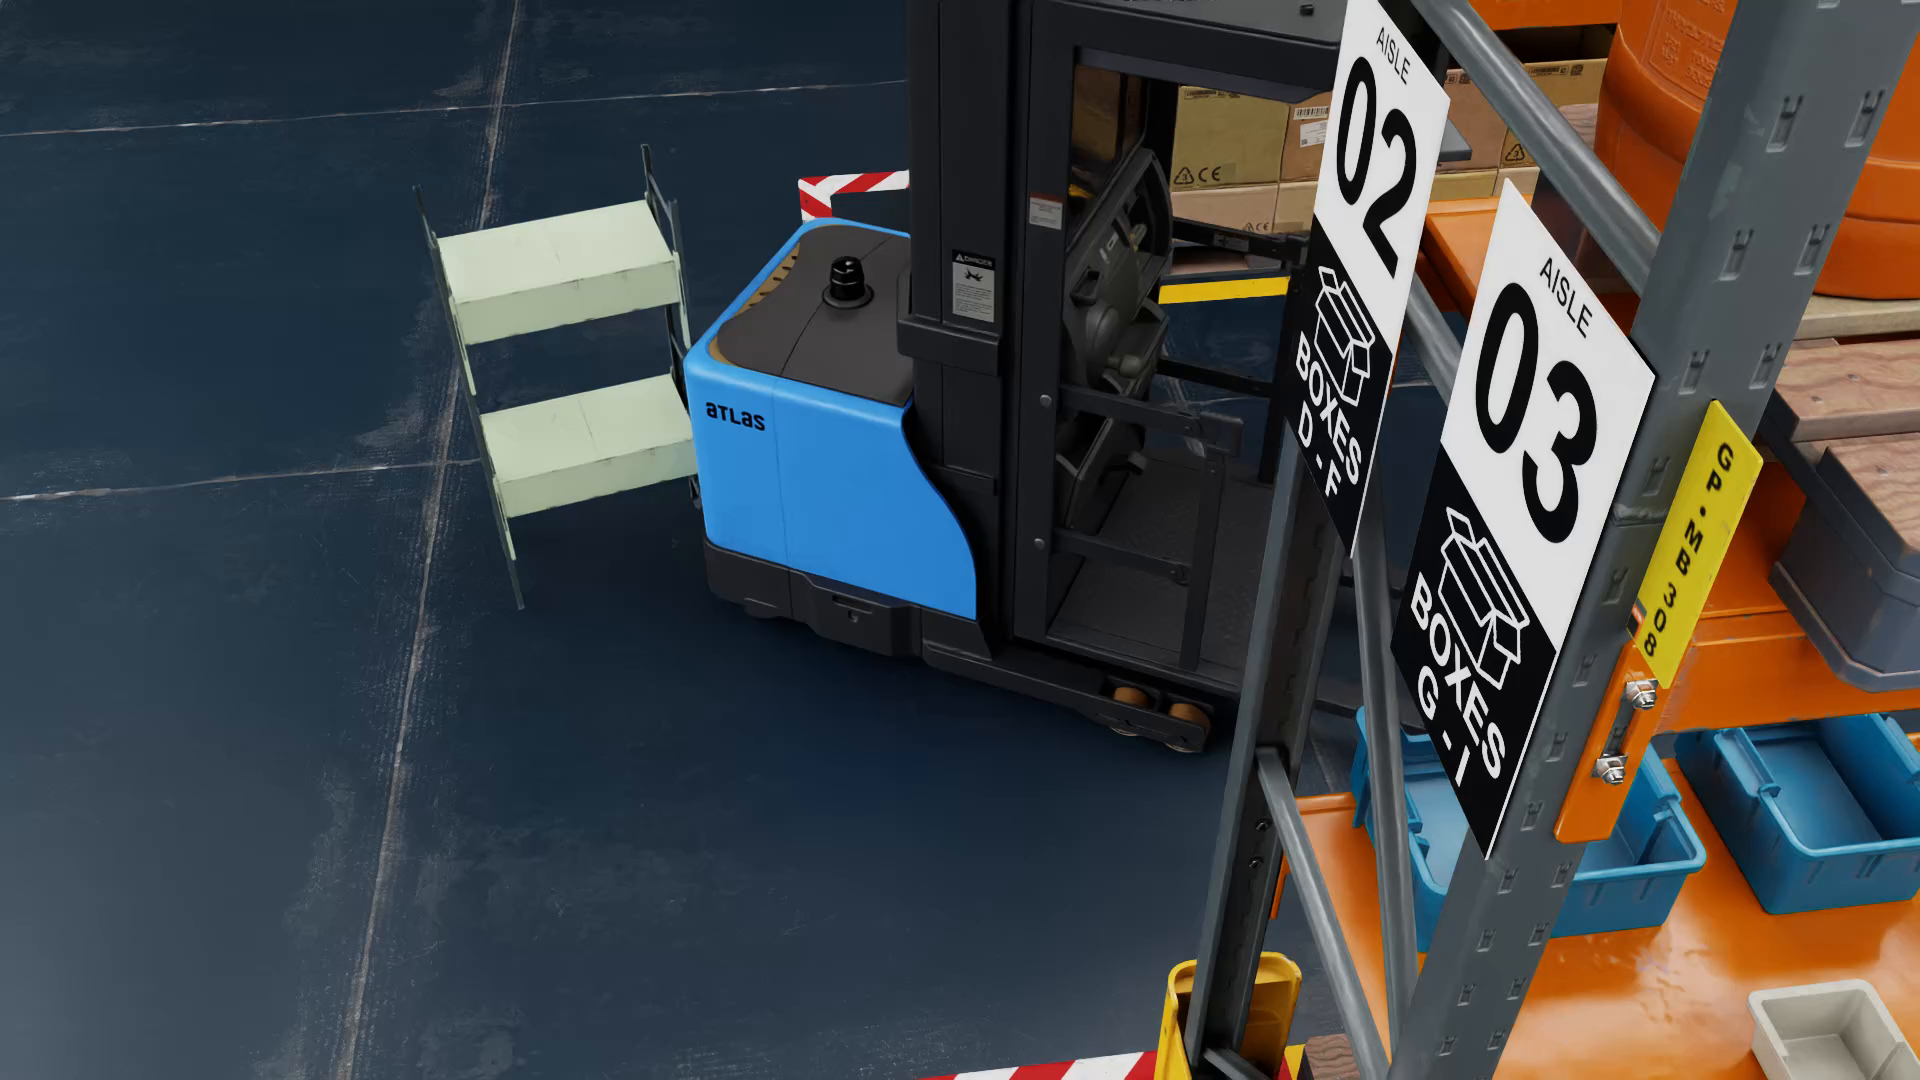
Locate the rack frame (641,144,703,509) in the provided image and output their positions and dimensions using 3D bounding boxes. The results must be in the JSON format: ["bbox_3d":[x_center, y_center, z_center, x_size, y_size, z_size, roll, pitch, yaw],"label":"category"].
[{"bbox_3d":[-0.961,-0.612,5.806,0.023,1.500,0.400,-14,44,-16],"label":"rack frame"}]

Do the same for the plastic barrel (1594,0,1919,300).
[{"bbox_3d":[1.167,-0.793,2.016,0.708,0.830,0.600,-5,42,-6],"label":"plastic barrel"}]

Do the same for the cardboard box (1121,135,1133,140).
[{"bbox_3d":[0.556,-1.905,7.862,0.500,0.250,0.500,-5,42,-6],"label":"cardboard box"}]

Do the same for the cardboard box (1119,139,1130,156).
[{"bbox_3d":[0.623,-1.561,7.480,0.500,0.250,0.500,-5,42,-6],"label":"cardboard box"}]

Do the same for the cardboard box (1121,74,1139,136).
[{"bbox_3d":[0.556,-2.185,7.612,0.500,0.500,0.500,-5,42,-6],"label":"cardboard box"}]

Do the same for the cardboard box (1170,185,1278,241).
[{"bbox_3d":[1.119,-1.607,7.531,0.500,0.250,0.500,-5,42,-6],"label":"cardboard box"}]

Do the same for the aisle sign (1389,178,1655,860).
[{"bbox_3d":[0.668,-0.002,2.071,0.004,0.787,0.394,-5,42,-6],"label":"aisle sign"}]

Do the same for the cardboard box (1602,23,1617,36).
[{"bbox_3d":[3.100,-2.067,7.481,0.500,0.500,0.500,-5,42,-6],"label":"cardboard box"}]

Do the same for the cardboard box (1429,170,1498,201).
[{"bbox_3d":[2.111,-1.690,7.624,0.500,0.250,0.500,-5,42,-6],"label":"cardboard box"}]

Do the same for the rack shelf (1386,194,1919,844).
[{"bbox_3d":[2.684,-0.258,2.594,4.000,0.370,1.077,-5,42,-6],"label":"rack shelf"}]

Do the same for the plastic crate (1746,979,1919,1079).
[{"bbox_3d":[1.630,0.997,3.102,0.250,0.136,0.298,-5,42,-6],"label":"plastic crate"}]

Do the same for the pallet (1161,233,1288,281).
[{"bbox_3d":[0.815,-1.586,7.851,1.213,0.211,1.003,-5,42,-6],"label":"pallet"}]

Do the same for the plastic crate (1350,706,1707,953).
[{"bbox_3d":[1.159,0.576,3.483,0.616,0.251,0.499,-5,42,-6],"label":"plastic crate"}]

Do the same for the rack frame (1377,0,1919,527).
[{"bbox_3d":[0.701,-1.465,1.155,0.127,3.000,1.000,-5,42,-6],"label":"rack frame"}]

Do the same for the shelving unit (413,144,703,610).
[{"bbox_3d":[-1.303,-0.523,5.707,0.755,1.500,0.431,-14,44,-16],"label":"shelving unit"}]

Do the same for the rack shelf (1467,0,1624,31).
[{"bbox_3d":[2.046,-2.434,7.246,4.000,0.370,1.077,-5,42,-6],"label":"rack shelf"}]

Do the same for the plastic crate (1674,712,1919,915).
[{"bbox_3d":[1.803,0.523,3.541,0.408,0.251,0.499,-5,42,-6],"label":"plastic crate"}]

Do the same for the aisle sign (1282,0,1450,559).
[{"bbox_3d":[0.591,-0.394,2.506,0.004,0.787,0.394,-5,42,-6],"label":"aisle sign"}]

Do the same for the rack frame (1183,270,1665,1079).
[{"bbox_3d":[0.701,0.763,3.165,0.127,3.000,1.000,-5,42,-6],"label":"rack frame"}]

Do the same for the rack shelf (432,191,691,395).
[{"bbox_3d":[-1.303,-0.815,5.448,0.720,0.370,0.431,-14,44,-16],"label":"rack shelf"}]

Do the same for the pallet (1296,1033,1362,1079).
[{"bbox_3d":[1.577,1.693,4.215,1.213,0.211,1.003,-5,42,-6],"label":"pallet"}]

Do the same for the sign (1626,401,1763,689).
[{"bbox_3d":[0.768,0.011,1.752,0.005,0.325,0.100,-5,42,-6],"label":"sign"}]

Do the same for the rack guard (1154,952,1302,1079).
[{"bbox_3d":[0.770,1.653,4.044,0.348,0.500,1.175,-5,42,-6],"label":"rack guard"}]

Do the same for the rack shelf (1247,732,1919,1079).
[{"bbox_3d":[2.684,0.856,3.598,4.000,0.370,1.077,-5,42,-6],"label":"rack shelf"}]

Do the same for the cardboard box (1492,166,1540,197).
[{"bbox_3d":[2.606,-1.734,7.672,0.500,0.250,0.500,-5,42,-6],"label":"cardboard box"}]

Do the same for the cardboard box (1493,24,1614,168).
[{"bbox_3d":[2.605,-2.021,7.430,0.500,0.500,0.500,-5,42,-6],"label":"cardboard box"}]

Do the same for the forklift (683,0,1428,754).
[{"bbox_3d":[0.665,-0.795,4.943,3.031,2.935,1.130,15,44,16],"label":"forklift"}]

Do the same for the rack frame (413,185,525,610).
[{"bbox_3d":[-1.644,-0.435,5.609,0.023,1.500,0.400,-14,44,-16],"label":"rack frame"}]

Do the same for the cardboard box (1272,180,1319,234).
[{"bbox_3d":[1.614,-1.650,7.579,0.500,0.250,0.500,-5,42,-6],"label":"cardboard box"}]

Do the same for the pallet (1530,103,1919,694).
[{"bbox_3d":[1.534,-0.288,2.231,1.213,0.211,1.003,-5,42,-6],"label":"pallet"}]

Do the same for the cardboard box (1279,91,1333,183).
[{"bbox_3d":[1.613,-1.936,7.336,0.500,0.500,0.500,-5,42,-6],"label":"cardboard box"}]

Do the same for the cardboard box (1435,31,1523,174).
[{"bbox_3d":[2.111,-1.968,7.372,0.500,0.500,0.500,-5,42,-6],"label":"cardboard box"}]

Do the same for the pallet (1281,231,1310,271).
[{"bbox_3d":[2.023,-1.690,7.966,1.213,0.211,1.003,-5,42,-6],"label":"pallet"}]

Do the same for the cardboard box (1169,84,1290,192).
[{"bbox_3d":[1.119,-1.884,7.279,0.500,0.500,0.500,-5,42,-6],"label":"cardboard box"}]

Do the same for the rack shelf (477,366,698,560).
[{"bbox_3d":[-1.302,-0.280,5.924,0.720,0.370,0.431,-14,44,-16],"label":"rack shelf"}]
